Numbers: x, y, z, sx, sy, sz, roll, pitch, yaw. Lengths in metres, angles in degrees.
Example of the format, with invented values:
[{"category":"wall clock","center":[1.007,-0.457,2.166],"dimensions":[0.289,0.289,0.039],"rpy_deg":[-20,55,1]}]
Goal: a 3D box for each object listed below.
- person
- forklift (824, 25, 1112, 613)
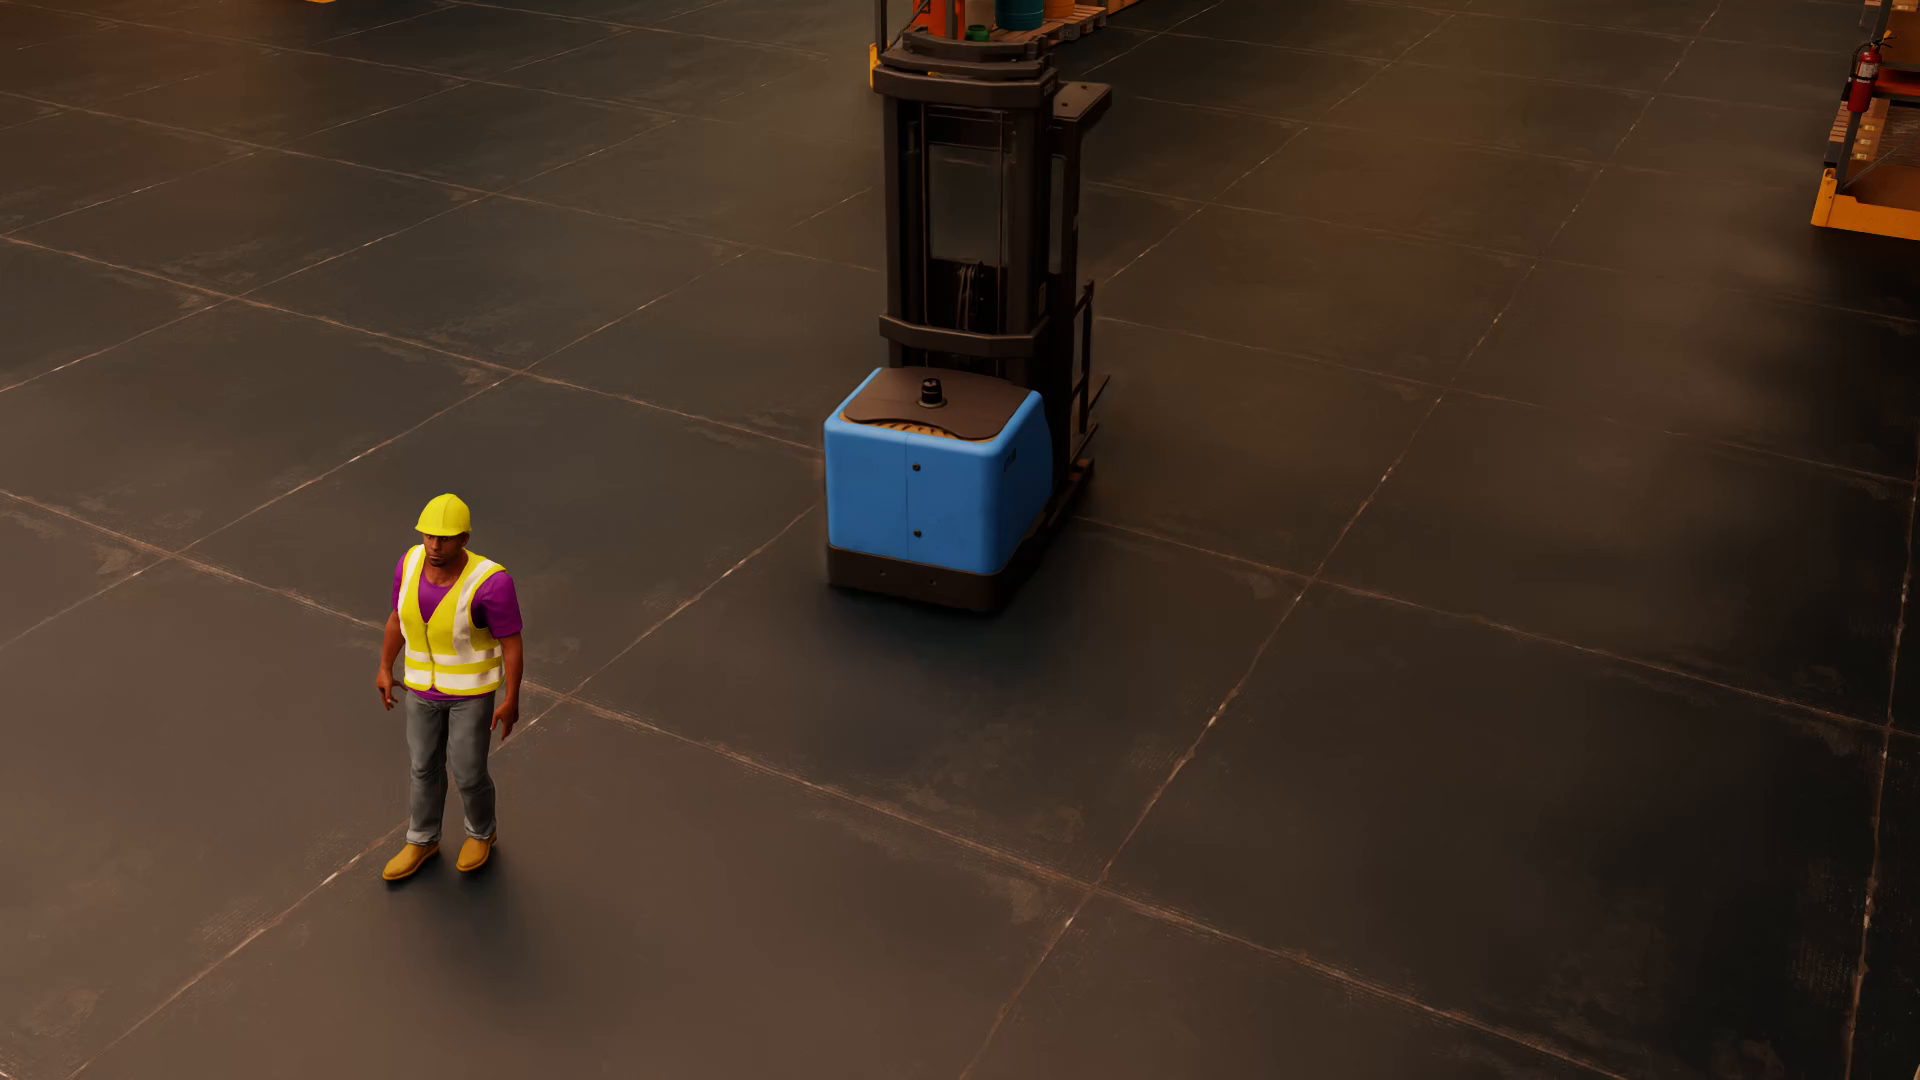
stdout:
[{"category":"person","center":[-2.194,0.656,7.084],"dimensions":[0.665,1.762,0.588],"rpy_deg":[8,31,14]},{"category":"forklift","center":[0.218,-1.593,9.830],"dimensions":[1.130,2.935,3.031],"rpy_deg":[10,31,17]}]
